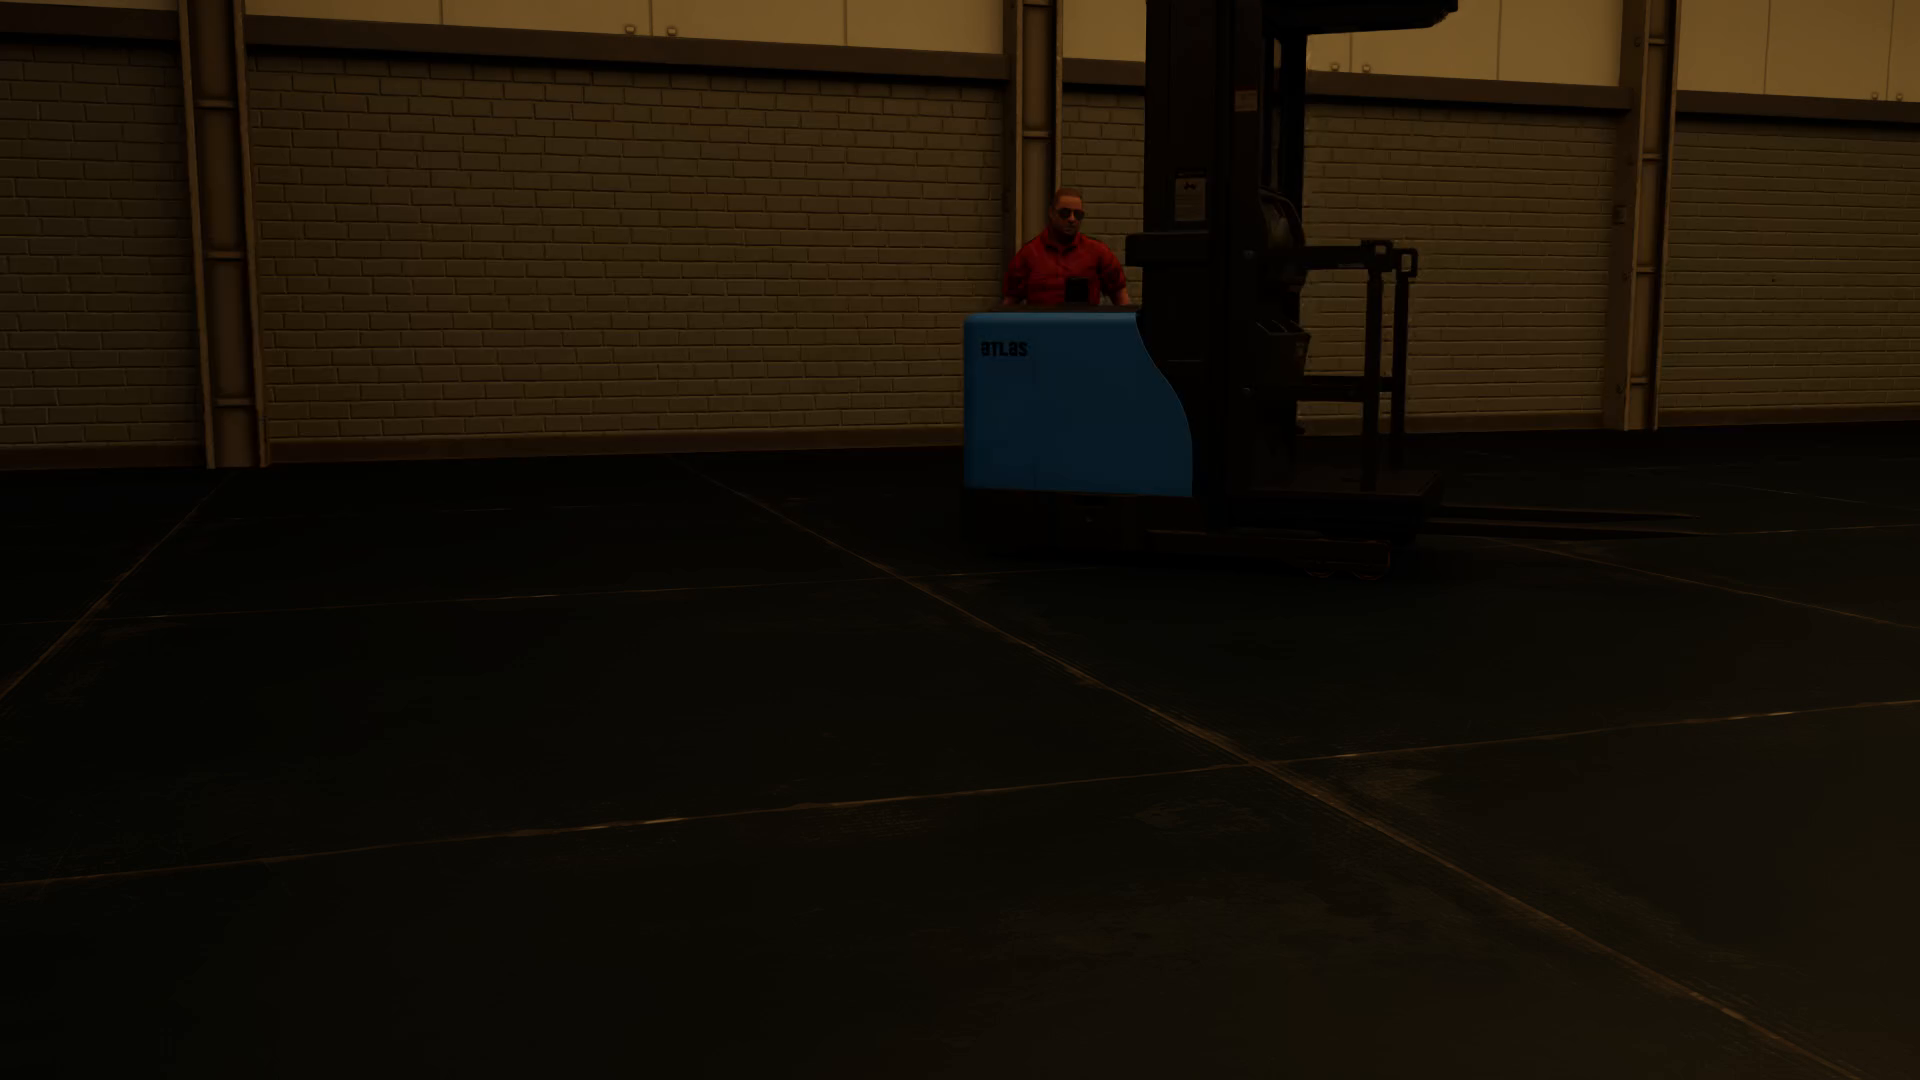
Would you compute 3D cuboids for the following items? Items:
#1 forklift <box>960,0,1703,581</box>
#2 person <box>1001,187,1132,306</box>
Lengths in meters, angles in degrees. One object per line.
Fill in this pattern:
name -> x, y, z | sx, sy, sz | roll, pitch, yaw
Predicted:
forklift -> 1.573, -1.367, 7.102 | 3.031, 2.935, 1.130 | 3, 8, 21
person -> 0.561, -0.945, 8.573 | 0.818, 1.703, 0.393 | 1, 8, 5
